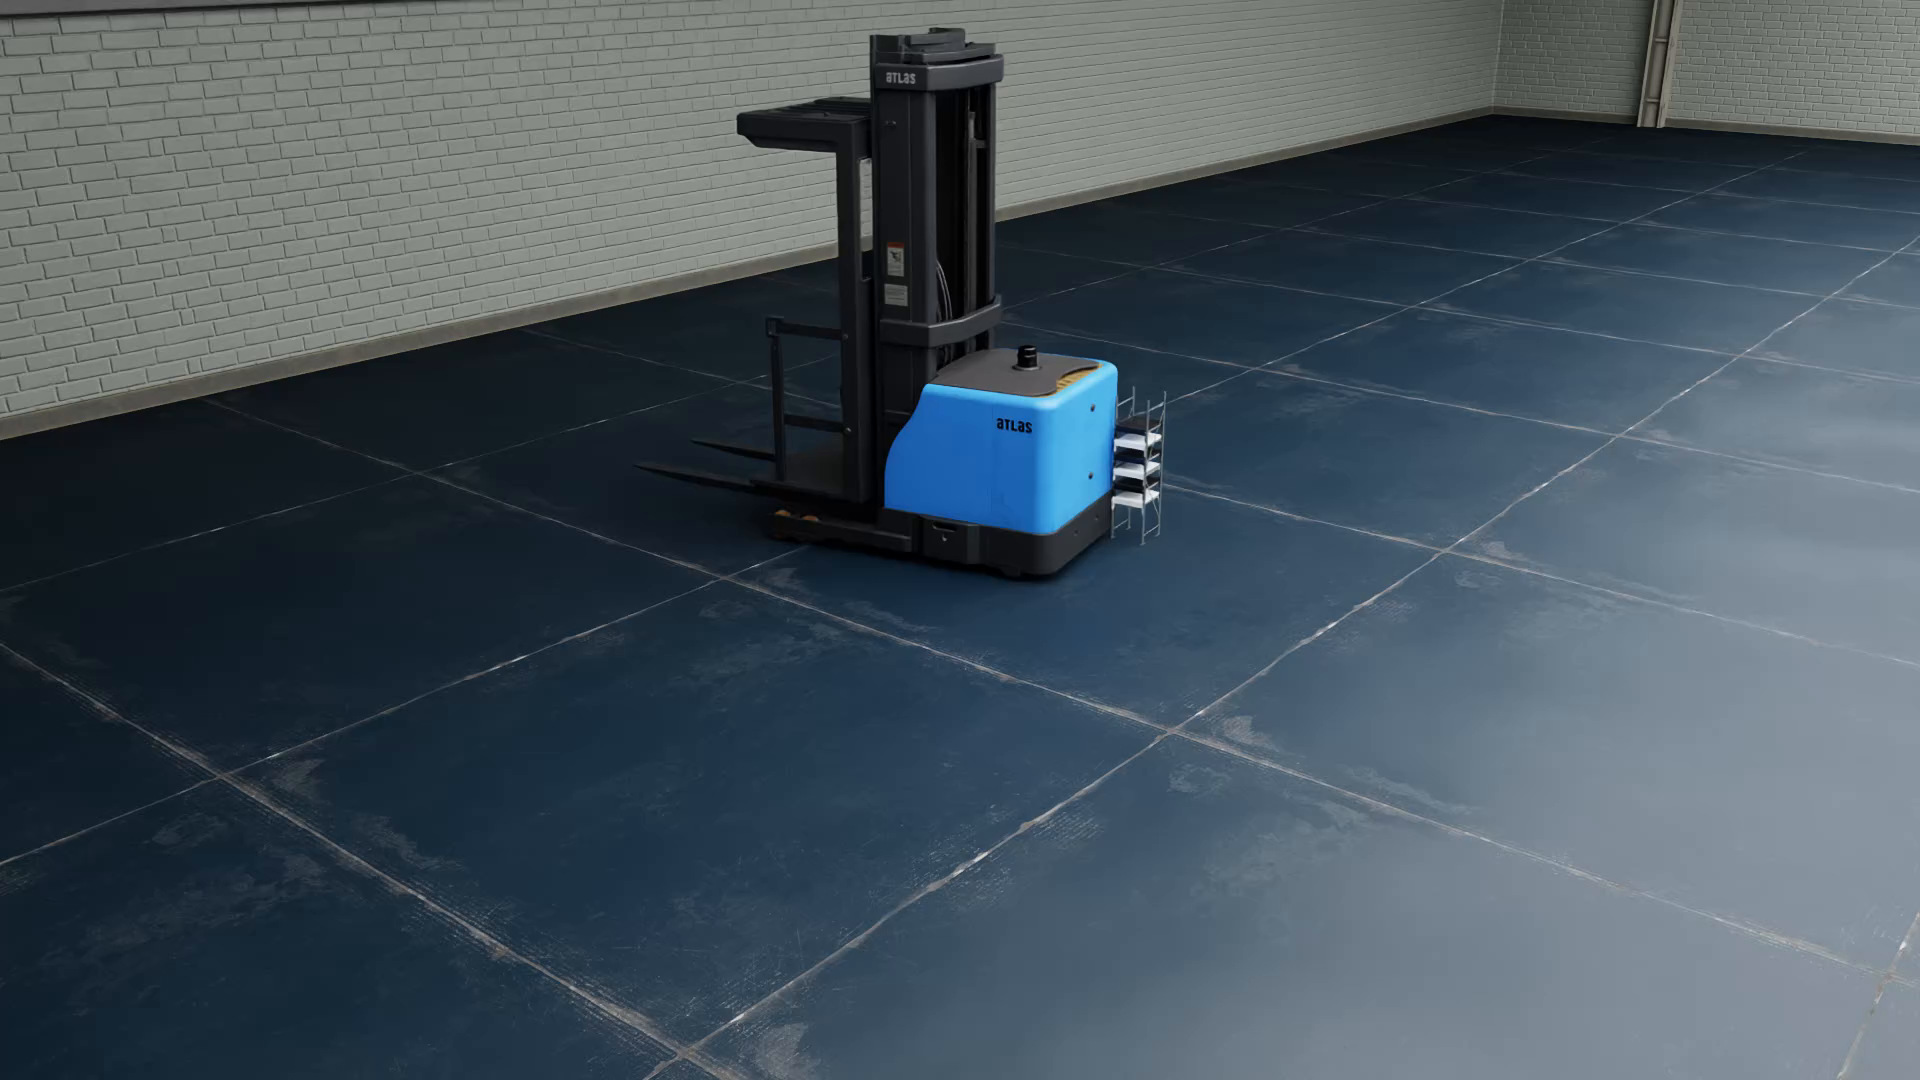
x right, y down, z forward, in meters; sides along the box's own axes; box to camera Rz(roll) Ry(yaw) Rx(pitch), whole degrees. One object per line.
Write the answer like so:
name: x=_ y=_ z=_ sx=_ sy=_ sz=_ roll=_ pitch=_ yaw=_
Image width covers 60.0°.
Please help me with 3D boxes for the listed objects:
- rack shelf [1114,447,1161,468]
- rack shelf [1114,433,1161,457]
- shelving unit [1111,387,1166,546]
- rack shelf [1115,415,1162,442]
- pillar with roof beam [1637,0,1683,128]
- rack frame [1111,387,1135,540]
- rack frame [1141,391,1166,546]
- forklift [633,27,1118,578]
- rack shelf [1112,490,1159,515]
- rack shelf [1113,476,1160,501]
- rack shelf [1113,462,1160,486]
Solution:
rack shelf: x=1.064 y=-0.493 z=9.917 sx=0.200 sy=0.077 sz=0.258 roll=12 pitch=24 yaw=30
rack shelf: x=1.064 y=-0.577 z=9.885 sx=0.200 sy=0.077 sz=0.258 roll=12 pitch=24 yaw=30
shelving unit: x=1.063 y=-0.439 z=9.937 sx=0.210 sy=0.900 sz=0.258 roll=12 pitch=24 yaw=30
rack shelf: x=1.064 y=-0.661 z=9.854 sx=0.200 sy=0.077 sz=0.258 roll=12 pitch=24 yaw=30
pillar with roof beam: x=9.532 y=-10.369 z=24.791 sx=0.400 sy=9.000 sz=9.100 roll=16 pitch=26 yaw=36
rack frame: x=0.977 y=-0.458 z=9.987 sx=0.006 sy=0.900 sz=0.240 roll=12 pitch=24 yaw=30
rack frame: x=1.150 y=-0.421 z=9.887 sx=0.006 sy=0.900 sz=0.240 roll=12 pitch=24 yaw=30
forklift: x=-0.607 y=-1.505 z=9.884 sx=3.031 sy=2.935 sz=1.130 roll=10 pitch=23 yaw=25
rack shelf: x=1.063 y=-0.240 z=10.012 sx=0.200 sy=0.077 sz=0.258 roll=12 pitch=24 yaw=30
rack shelf: x=1.063 y=-0.324 z=9.981 sx=0.200 sy=0.077 sz=0.258 roll=12 pitch=24 yaw=30
rack shelf: x=1.064 y=-0.408 z=9.949 sx=0.200 sy=0.077 sz=0.258 roll=12 pitch=24 yaw=30
